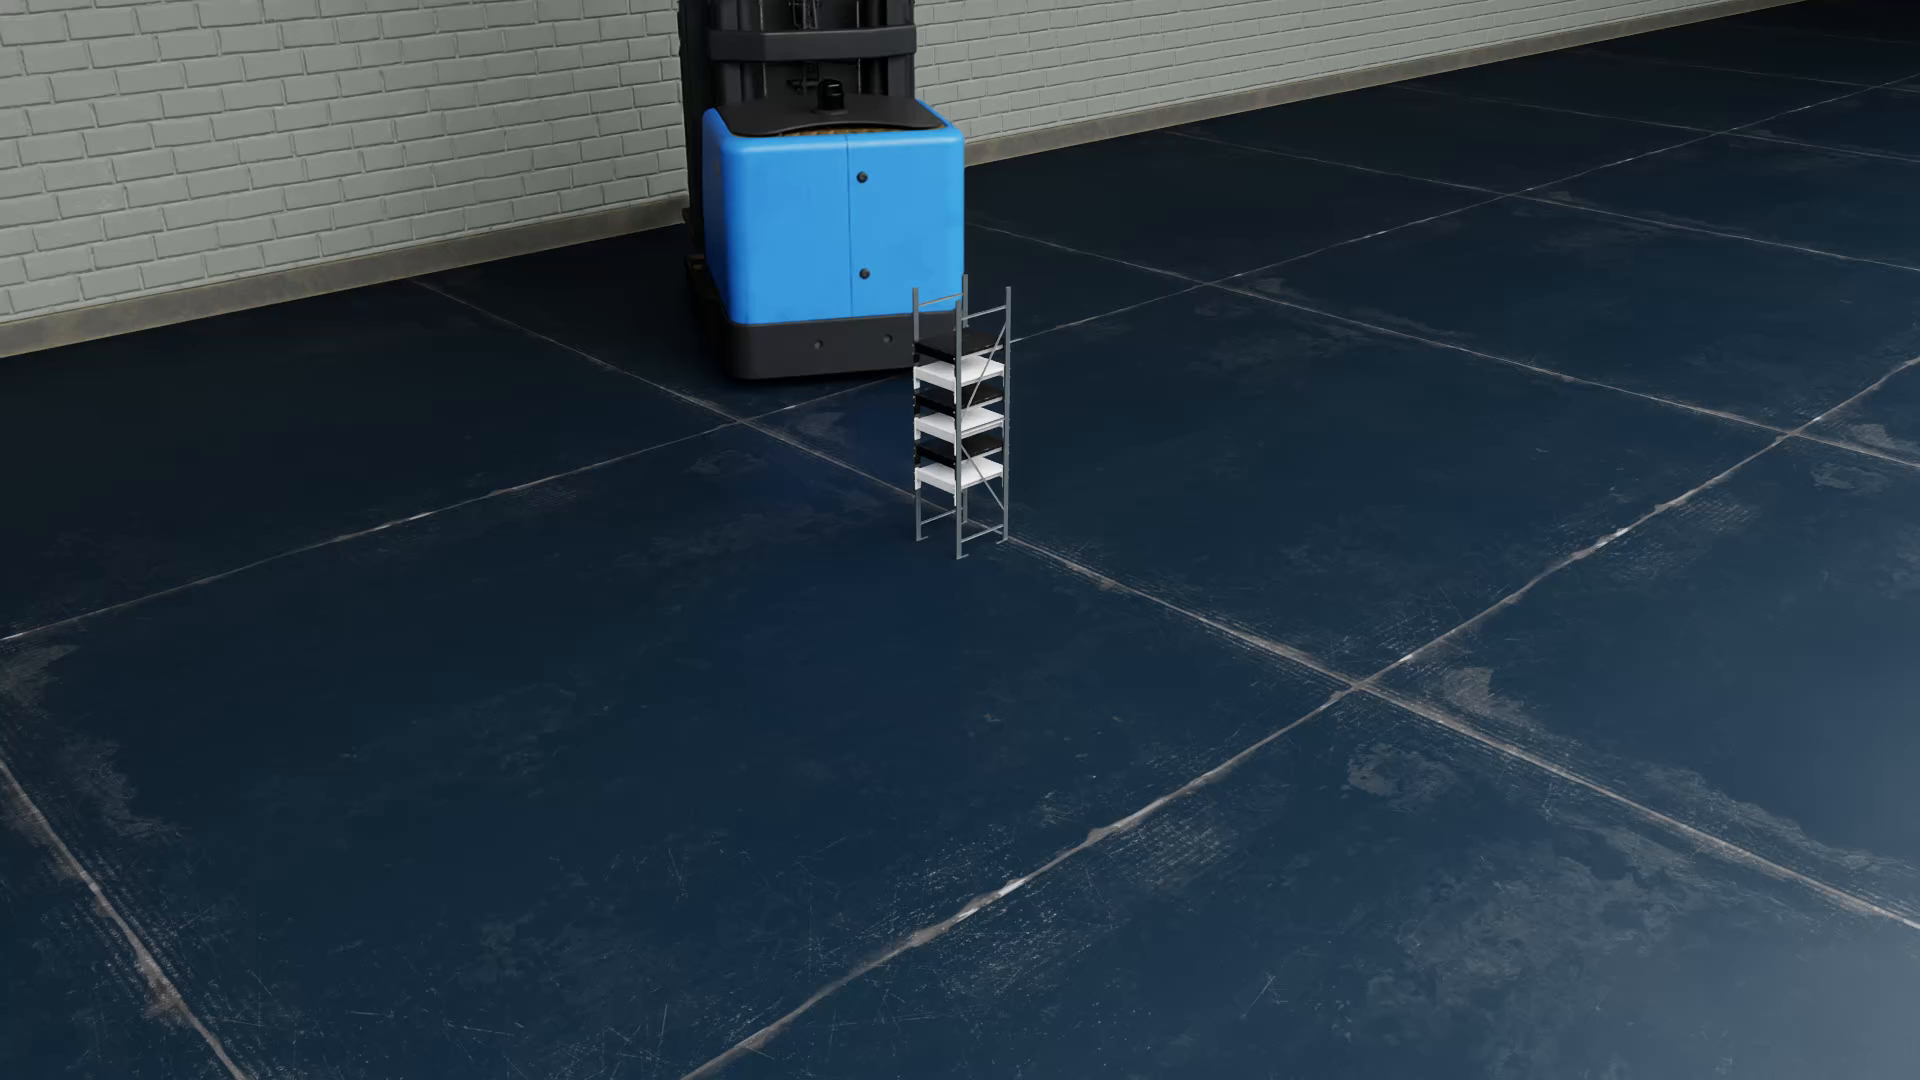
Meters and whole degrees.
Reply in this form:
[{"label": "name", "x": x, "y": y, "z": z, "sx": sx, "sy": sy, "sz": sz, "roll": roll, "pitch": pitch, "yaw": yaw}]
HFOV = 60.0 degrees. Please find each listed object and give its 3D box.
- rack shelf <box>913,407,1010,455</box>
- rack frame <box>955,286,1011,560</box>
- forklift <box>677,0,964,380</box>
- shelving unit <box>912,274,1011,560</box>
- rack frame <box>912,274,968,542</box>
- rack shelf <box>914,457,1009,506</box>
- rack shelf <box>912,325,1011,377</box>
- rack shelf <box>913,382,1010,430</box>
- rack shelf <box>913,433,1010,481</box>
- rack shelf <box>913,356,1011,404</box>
[{"label": "rack shelf", "x": 0.006, "y": -0.377, "z": 5.572, "sx": 0.258, "sy": 0.077, "sz": 0.200, "roll": -21, "pitch": 32, "yaw": -38}, {"label": "rack frame", "x": 0.075, "y": -0.376, "z": 5.490, "sx": 0.240, "sy": 0.900, "sz": 0.006, "roll": -21, "pitch": 32, "yaw": -38}, {"label": "forklift", "x": -0.814, "y": -2.602, "z": 7.923, "sx": 1.130, "sy": 2.935, "sz": 3.031, "roll": -6, "pitch": 25, "yaw": -12}, {"label": "shelving unit", "x": 0.006, "y": -0.407, "z": 5.558, "sx": 0.258, "sy": 0.900, "sz": 0.210, "roll": -21, "pitch": 32, "yaw": -38}, {"label": "rack frame", "x": -0.064, "y": -0.438, "z": 5.625, "sx": 0.240, "sy": 0.900, "sz": 0.006, "roll": -21, "pitch": 32, "yaw": -38}, {"label": "rack shelf", "x": 0.006, "y": -0.213, "z": 5.646, "sx": 0.258, "sy": 0.077, "sz": 0.200, "roll": -21, "pitch": 32, "yaw": -38}, {"label": "rack shelf", "x": 0.006, "y": -0.622, "z": 5.460, "sx": 0.258, "sy": 0.077, "sz": 0.200, "roll": -21, "pitch": 32, "yaw": -38}, {"label": "rack shelf", "x": 0.006, "y": -0.459, "z": 5.534, "sx": 0.258, "sy": 0.077, "sz": 0.200, "roll": -21, "pitch": 32, "yaw": -38}, {"label": "rack shelf", "x": 0.006, "y": -0.295, "z": 5.609, "sx": 0.258, "sy": 0.077, "sz": 0.200, "roll": -21, "pitch": 32, "yaw": -38}, {"label": "rack shelf", "x": 0.006, "y": -0.540, "z": 5.497, "sx": 0.258, "sy": 0.077, "sz": 0.200, "roll": -21, "pitch": 32, "yaw": -38}]
